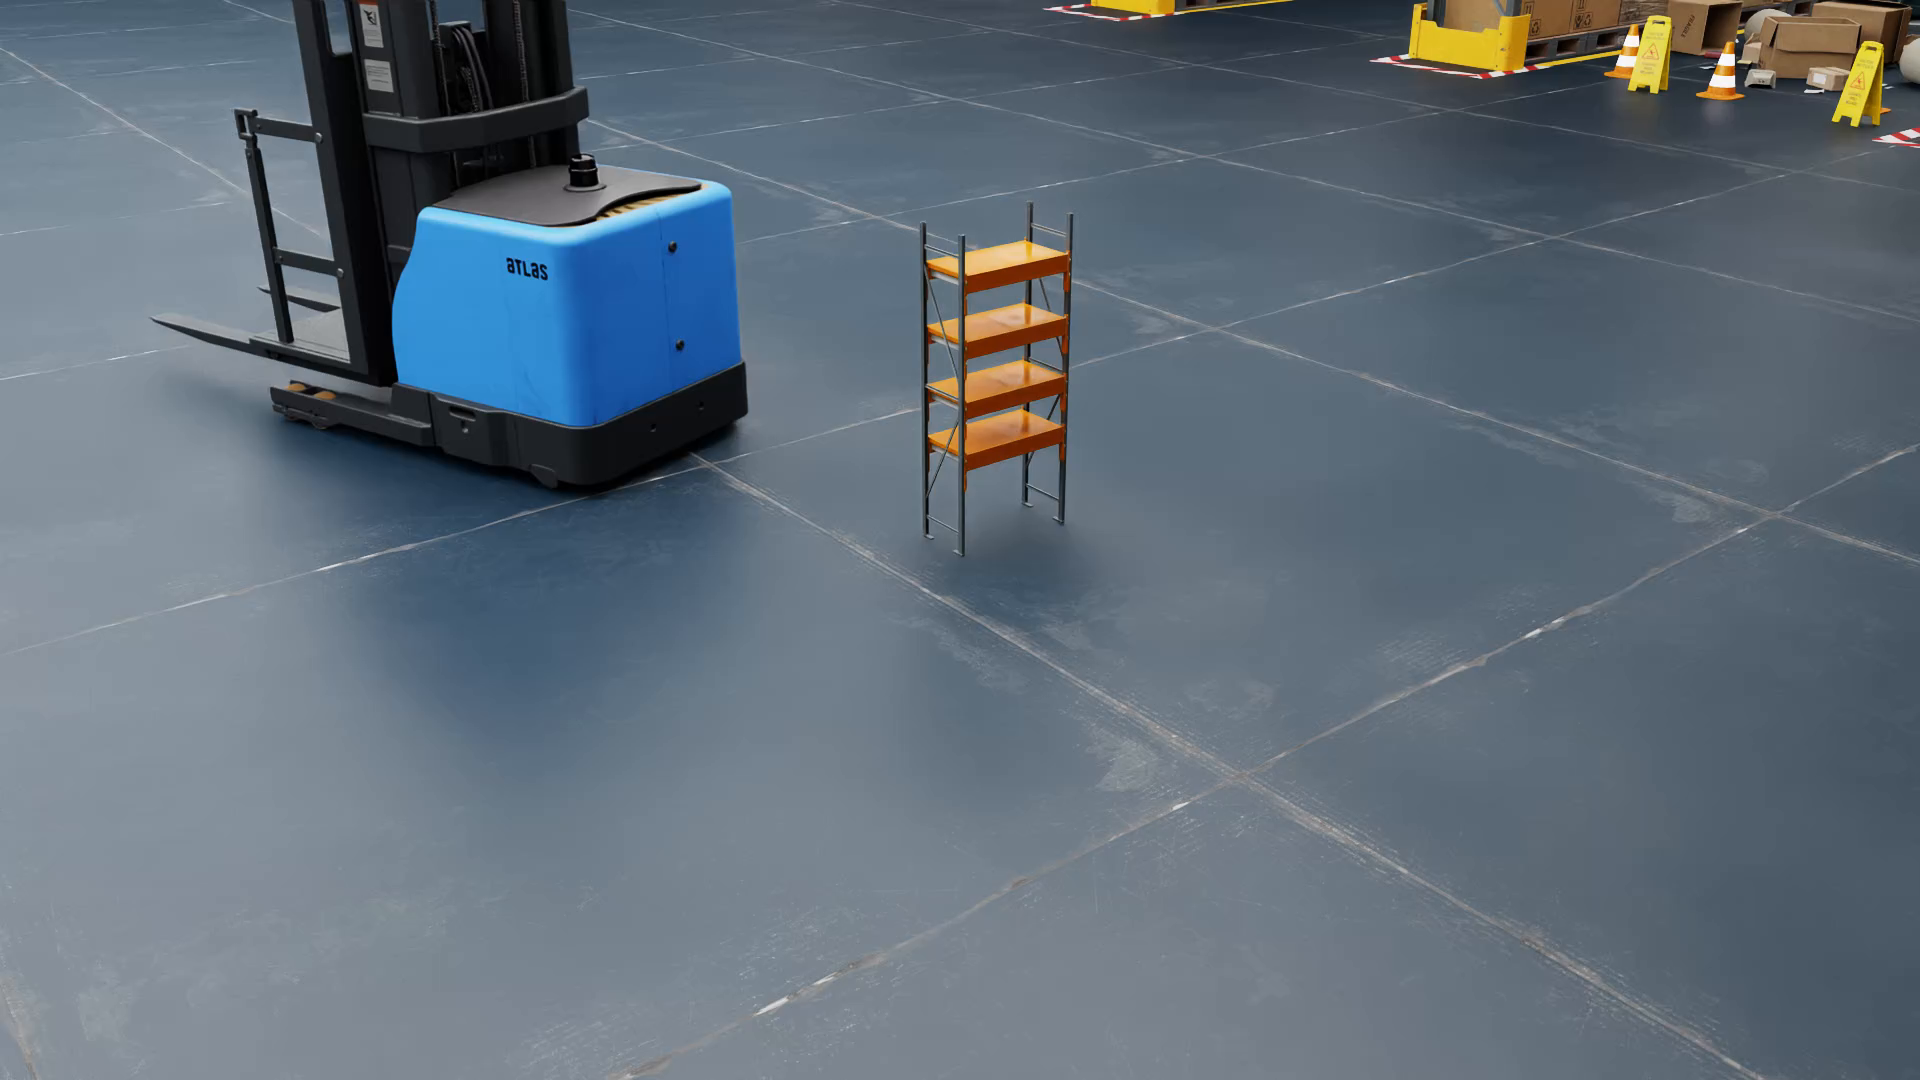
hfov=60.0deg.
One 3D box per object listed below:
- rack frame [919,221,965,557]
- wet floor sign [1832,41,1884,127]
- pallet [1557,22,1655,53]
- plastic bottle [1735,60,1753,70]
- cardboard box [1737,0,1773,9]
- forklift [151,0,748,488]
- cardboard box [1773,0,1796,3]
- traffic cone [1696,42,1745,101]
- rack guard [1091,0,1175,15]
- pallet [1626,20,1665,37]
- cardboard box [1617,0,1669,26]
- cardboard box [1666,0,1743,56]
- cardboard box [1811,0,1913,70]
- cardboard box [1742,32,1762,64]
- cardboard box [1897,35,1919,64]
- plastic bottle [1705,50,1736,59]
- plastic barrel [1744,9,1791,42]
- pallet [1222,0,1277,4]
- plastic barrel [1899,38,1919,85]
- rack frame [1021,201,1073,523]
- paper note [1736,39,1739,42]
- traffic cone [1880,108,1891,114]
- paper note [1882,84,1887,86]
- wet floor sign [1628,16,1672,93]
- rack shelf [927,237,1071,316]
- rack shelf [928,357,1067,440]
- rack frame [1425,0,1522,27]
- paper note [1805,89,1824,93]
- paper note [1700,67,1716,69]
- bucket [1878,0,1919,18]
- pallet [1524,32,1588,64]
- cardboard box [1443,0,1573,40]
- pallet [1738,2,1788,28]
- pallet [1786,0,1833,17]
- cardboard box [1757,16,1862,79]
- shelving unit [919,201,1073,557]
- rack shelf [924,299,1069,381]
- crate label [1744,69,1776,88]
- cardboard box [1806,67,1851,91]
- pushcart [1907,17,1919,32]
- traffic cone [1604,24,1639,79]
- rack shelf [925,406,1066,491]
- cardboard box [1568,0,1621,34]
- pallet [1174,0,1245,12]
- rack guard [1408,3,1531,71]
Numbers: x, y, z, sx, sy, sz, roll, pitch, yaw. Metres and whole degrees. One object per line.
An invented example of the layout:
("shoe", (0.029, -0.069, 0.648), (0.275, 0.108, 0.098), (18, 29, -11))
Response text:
("rack frame", (-0.062, -0.524, 5.954), (0.015, 1.200, 0.240), (-18, 31, -34))
("wet floor sign", (7.320, -3.700, 13.455), (0.232, 0.644, 0.267), (-8, 26, -16))
("pallet", (6.536, -5.360, 17.549), (1.213, 0.211, 1.003), (-18, 31, -34))
("plastic bottle", (7.588, -4.603, 16.096), (0.133, 0.061, 0.283), (15, 29, 29))
("cardboard box", (8.577, -6.476, 18.815), (0.750, 0.750, 1.050), (-18, 31, -34))
("forklift", (-2.452, -1.986, 7.047), (3.031, 2.935, 1.130), (15, 29, 29))
("cardboard box", (9.338, -6.726, 19.352), (0.750, 0.750, 1.050), (-18, 31, -34))
("traffic cone", (6.720, -4.130, 14.600), (0.334, 0.463, 0.336), (-18, 31, -34))
("rack guard", (2.075, -6.631, 19.945), (0.348, 0.500, 1.175), (-18, 31, -34))
("pallet", (7.497, -5.679, 18.235), (1.213, 0.211, 1.003), (-18, 31, -34))
("cardboard box", (6.898, -5.966, 17.568), (0.875, 0.875, 0.875), (-18, 30, -34))
("cardboard box", (7.555, -5.239, 16.942), (0.500, 0.500, 0.500), (-13, 28, -25))
("cardboard box", (8.681, -4.932, 16.119), (0.503, 0.637, 0.797), (-18, 31, -34))
("cardboard box", (7.927, -4.818, 16.317), (0.258, 0.266, 0.396), (-13, 28, -25))
("cardboard box", (9.312, -4.761, 16.193), (0.258, 0.266, 0.396), (5, 25, 11))
("plastic bottle", (7.605, -4.843, 16.613), (0.283, 0.061, 0.133), (15, 29, 29))
("plastic barrel", (8.197, -5.144, 16.830), (0.421, 0.421, 0.512), (1, 25, 2))
("pallet", (3.695, -7.015, 21.114), (1.213, 0.211, 1.003), (-18, 31, -34))
("plastic barrel", (8.821, -4.332, 15.082), (0.421, 0.421, 0.512), (1, 25, 2))
("rack frame", (0.322, -0.651, 6.227), (0.015, 1.200, 0.240), (-18, 31, -34))
("paper note", (8.173, -5.294, 17.620), (0.147, 0.020, 0.142), (5, 25, 11))
("traffic cone", (7.672, -3.851, 13.998), (0.334, 0.463, 0.336), (-18, 31, -34))
("paper note", (8.406, -4.187, 15.248), (0.142, 0.019, 0.148), (-8, 26, -16))
("wet floor sign", (6.195, -4.345, 14.845), (0.267, 0.644, 0.232), (21, 32, 37))
("rack shelf", (0.130, -0.944, 5.925), (0.480, 0.148, 0.258), (-18, 31, -34))
("rack shelf", (0.130, -0.526, 6.118), (0.480, 0.148, 0.258), (-18, 31, -34))
("rack frame", (4.996, -6.076, 15.779), (0.127, 3.000, 1.000), (-18, 31, -34))
("paper note", (7.645, -4.021, 14.877), (0.148, 0.019, 0.142), (15, 29, 29))
("paper note", (7.245, -4.563, 16.047), (0.142, 0.017, 0.144), (-8, 26, -16))
("bucket", (9.459, -5.521, 16.665), (0.620, 0.611, 0.726), (2, 23, -21))
("pallet", (5.577, -5.045, 16.870), (1.213, 0.211, 1.003), (-18, 31, -34))
("cardboard box", (5.489, -5.501, 16.565), (0.875, 0.875, 0.875), (-18, 30, -34))
("pallet", (8.704, -6.076, 19.091), (1.213, 0.211, 1.003), (-18, 31, -34))
("pallet", (9.665, -6.394, 19.777), (1.213, 0.211, 1.003), (-18, 31, -34))
("cardboard box", (7.950, -4.625, 15.618), (0.797, 0.503, 0.637), (5, 25, 11))
("shelving unit", (0.130, -0.587, 6.090), (0.503, 1.200, 0.258), (-18, 31, -34))
("rack shelf", (0.130, -0.729, 6.024), (0.480, 0.148, 0.258), (-18, 31, -34))
("crate label", (7.300, -4.207, 15.153), (0.250, 0.136, 0.298), (10, 27, 20))
("cardboard box", (7.914, -4.179, 15.078), (0.250, 0.149, 0.380), (-3, 25, -7))
("pushcart", (9.831, -5.055, 16.693), (1.648, 0.377, 0.936), (15, 29, 29))
("traffic cone", (6.290, -4.593, 15.597), (0.334, 0.463, 0.336), (-18, 31, -34))
("rack shelf", (0.130, -0.346, 6.202), (0.480, 0.148, 0.258), (-18, 31, -34))
("cardboard box", (6.180, -5.730, 17.059), (0.875, 0.875, 0.875), (-19, 31, -35))
("pallet", (2.736, -6.700, 20.435), (1.213, 0.211, 1.003), (-18, 31, -34))
("rack guard", (4.977, -4.936, 16.292), (0.348, 0.500, 1.175), (-18, 31, -34))
